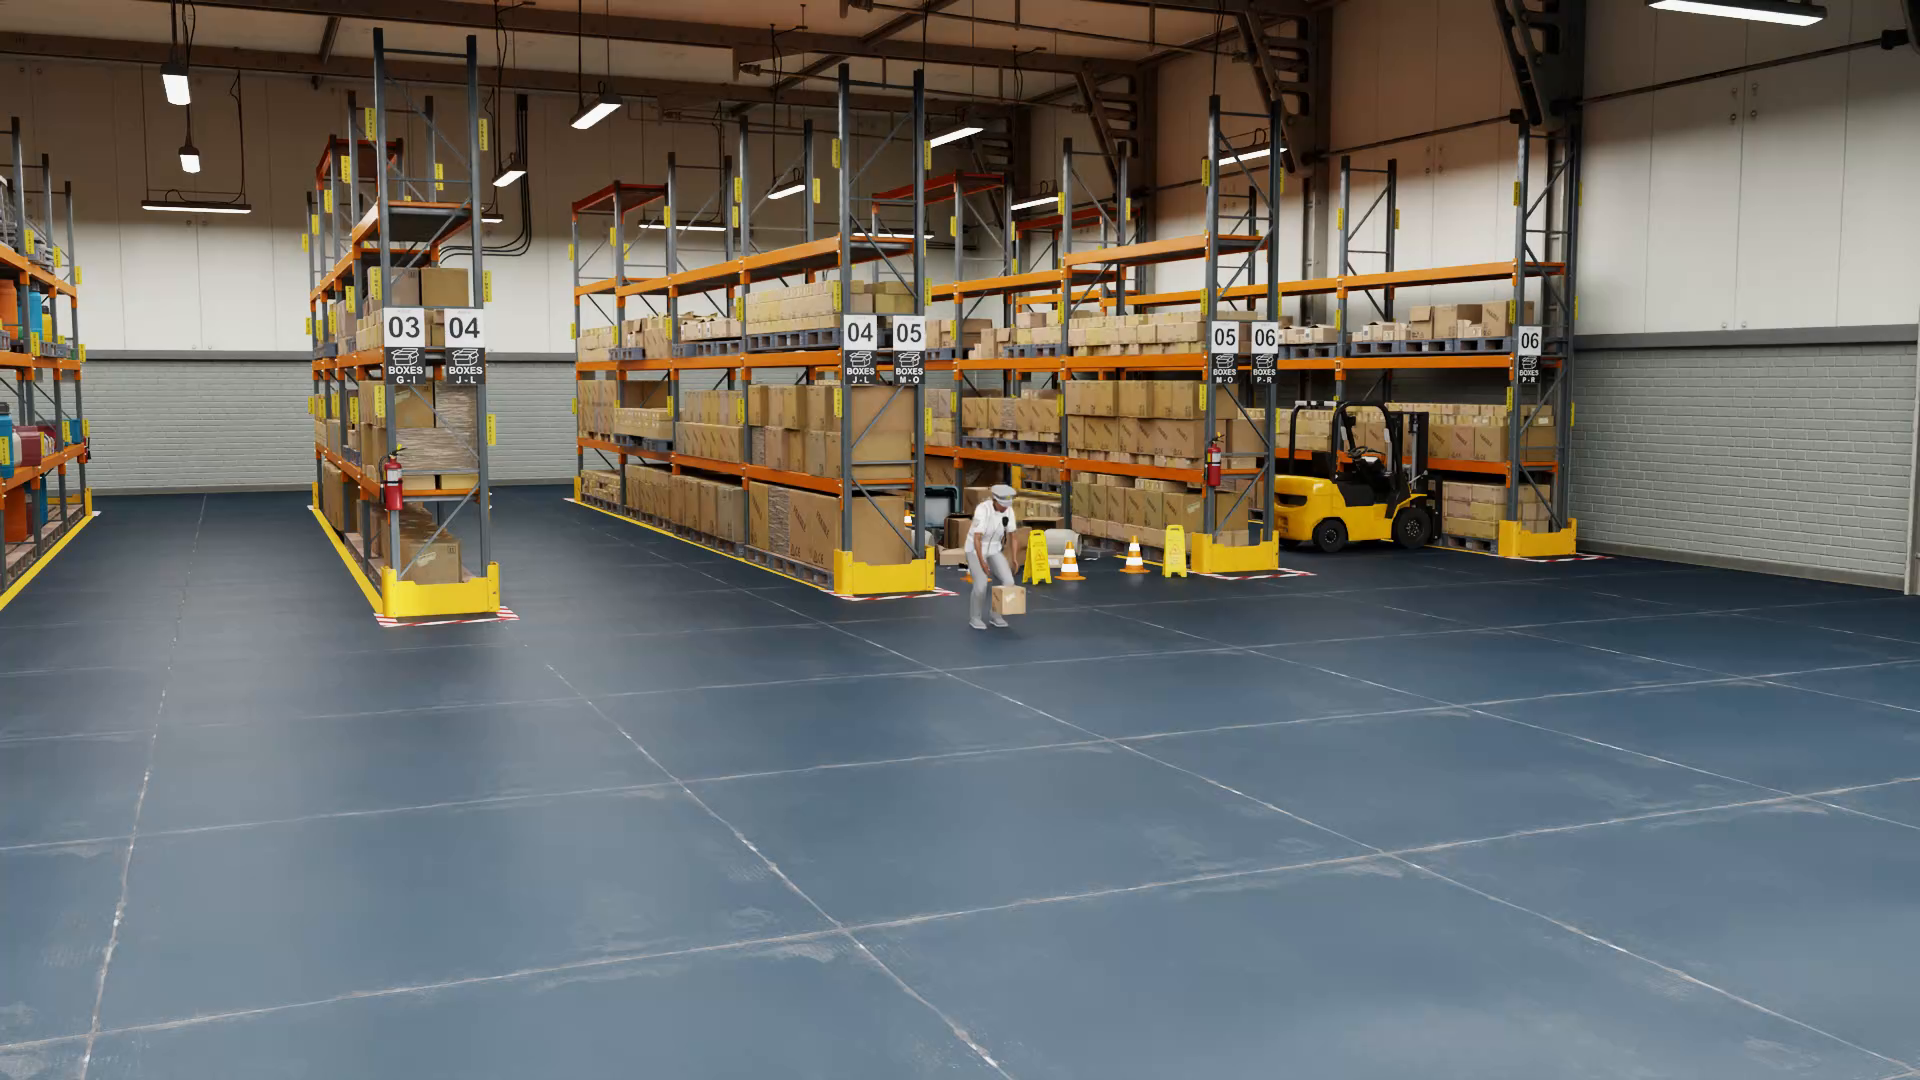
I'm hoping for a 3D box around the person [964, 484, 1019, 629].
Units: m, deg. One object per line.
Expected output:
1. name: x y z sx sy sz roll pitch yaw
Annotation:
1. person: 0.336 0.159 16.577 0.494 1.440 0.670 -2 6 -23
